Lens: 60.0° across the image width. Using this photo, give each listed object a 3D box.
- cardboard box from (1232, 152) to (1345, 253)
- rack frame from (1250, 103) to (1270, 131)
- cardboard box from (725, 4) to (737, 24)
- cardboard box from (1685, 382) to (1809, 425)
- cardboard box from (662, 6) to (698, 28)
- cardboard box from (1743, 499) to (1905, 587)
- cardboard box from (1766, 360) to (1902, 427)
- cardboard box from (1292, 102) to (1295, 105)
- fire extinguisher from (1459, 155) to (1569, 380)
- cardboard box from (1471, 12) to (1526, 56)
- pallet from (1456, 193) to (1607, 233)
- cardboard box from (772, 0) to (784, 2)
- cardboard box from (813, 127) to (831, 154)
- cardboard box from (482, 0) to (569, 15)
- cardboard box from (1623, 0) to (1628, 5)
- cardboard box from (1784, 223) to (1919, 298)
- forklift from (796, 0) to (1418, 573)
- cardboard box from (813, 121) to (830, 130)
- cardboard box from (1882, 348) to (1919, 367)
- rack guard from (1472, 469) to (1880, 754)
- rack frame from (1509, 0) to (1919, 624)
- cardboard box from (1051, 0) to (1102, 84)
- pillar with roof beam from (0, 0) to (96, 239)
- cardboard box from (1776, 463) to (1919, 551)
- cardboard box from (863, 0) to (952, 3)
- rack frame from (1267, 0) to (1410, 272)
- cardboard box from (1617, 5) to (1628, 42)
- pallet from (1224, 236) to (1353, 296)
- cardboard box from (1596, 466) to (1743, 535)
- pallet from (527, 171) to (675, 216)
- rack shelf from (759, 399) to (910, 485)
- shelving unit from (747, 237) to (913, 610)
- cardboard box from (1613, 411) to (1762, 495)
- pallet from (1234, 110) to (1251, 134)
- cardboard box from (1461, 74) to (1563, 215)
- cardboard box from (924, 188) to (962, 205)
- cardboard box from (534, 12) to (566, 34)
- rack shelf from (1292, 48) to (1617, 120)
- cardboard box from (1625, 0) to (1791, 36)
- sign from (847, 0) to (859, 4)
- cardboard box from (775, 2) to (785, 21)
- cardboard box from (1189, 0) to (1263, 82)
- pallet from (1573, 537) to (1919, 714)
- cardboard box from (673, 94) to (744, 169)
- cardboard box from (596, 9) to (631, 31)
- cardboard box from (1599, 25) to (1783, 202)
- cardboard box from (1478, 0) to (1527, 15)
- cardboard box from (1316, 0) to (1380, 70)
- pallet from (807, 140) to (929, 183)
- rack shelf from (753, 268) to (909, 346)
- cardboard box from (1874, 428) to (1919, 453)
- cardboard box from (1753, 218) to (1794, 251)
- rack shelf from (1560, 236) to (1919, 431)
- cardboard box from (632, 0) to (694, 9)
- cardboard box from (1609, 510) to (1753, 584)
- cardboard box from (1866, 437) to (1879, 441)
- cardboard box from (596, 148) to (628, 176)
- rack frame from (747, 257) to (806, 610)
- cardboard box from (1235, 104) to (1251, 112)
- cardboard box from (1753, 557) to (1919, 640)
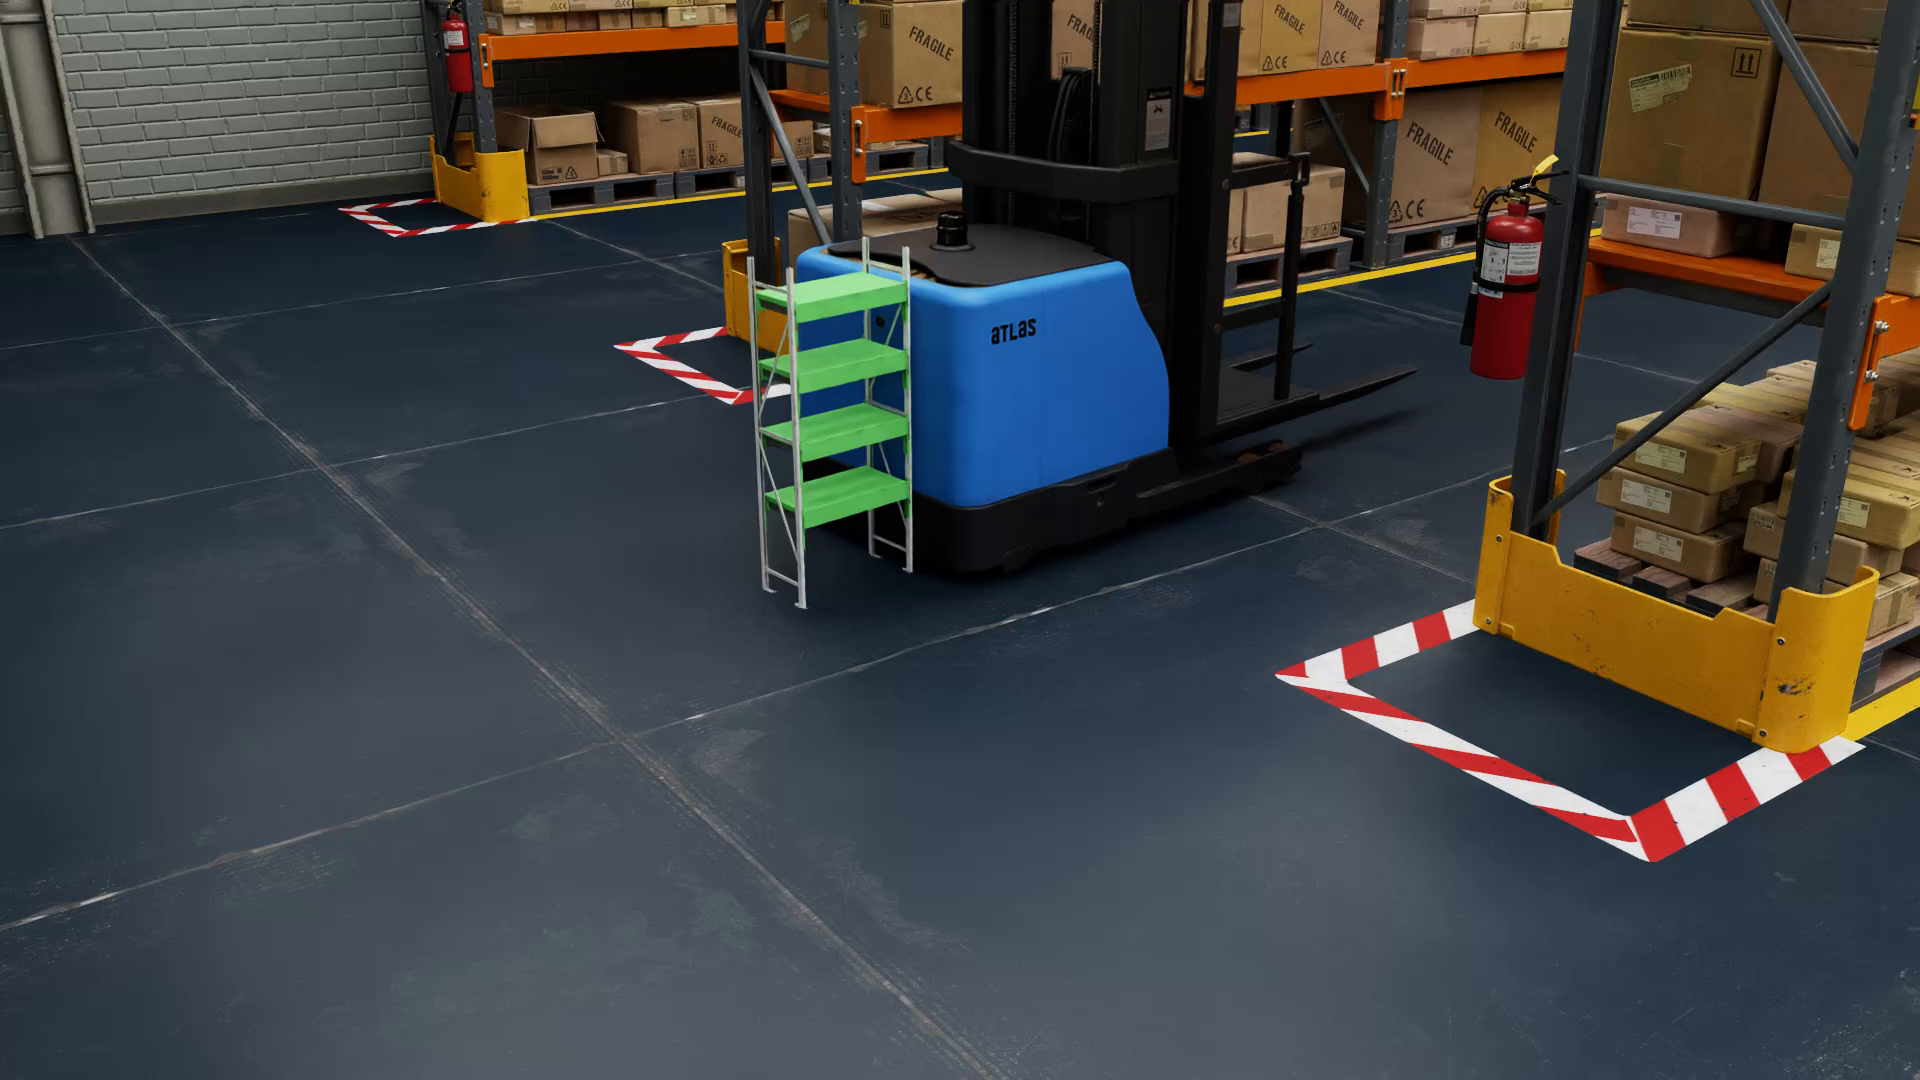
[{"bbox_3d":[1.846,-2.191,10.731,0.875,0.438,0.875,-15,26,-34],"label":"cardboard box"},{"bbox_3d":[2.763,-5.648,16.504,0.127,3.000,1.000,-15,26,-33],"label":"rack frame"},{"bbox_3d":[-1.858,-4.192,13.194,0.250,0.149,0.380,-15,26,-33],"label":"cardboard box"},{"bbox_3d":[2.799,-0.426,5.895,0.250,0.149,0.380,-16,27,-34],"label":"cardboard box"},{"bbox_3d":[-2.229,-4.052,12.844,0.250,0.149,0.380,-16,27,-34],"label":"cardboard box"},{"bbox_3d":[2.719,-0.002,5.233,0.250,0.149,0.380,-14,26,-31],"label":"cardboard box"},{"bbox_3d":[3.232,-0.538,6.175,0.250,0.149,0.380,-14,26,-31],"label":"cardboard box"},{"bbox_3d":[3.278,-4.871,17.194,0.625,0.625,0.875,-14,26,-31],"label":"cardboard box"},{"bbox_3d":[1.670,-0.832,5.042,0.183,0.674,0.296,-15,26,-33],"label":"fire extinguisher"},{"bbox_3d":[3.349,-3.349,10.943,0.500,0.250,0.500,-16,27,-34],"label":"cardboard box"},{"bbox_3d":[3.992,-2.450,12.252,1.213,0.211,1.003,-15,26,-33],"label":"pallet"},{"bbox_3d":[-1.565,-4.450,13.303,0.500,0.250,0.500,-15,26,-33],"label":"cardboard box"},{"bbox_3d":[-1.054,-3.421,14.046,0.258,0.266,0.396,-14,26,-31],"label":"cardboard box"},{"bbox_3d":[-3.205,-4.002,12.180,0.500,0.250,0.500,-15,26,-33],"label":"cardboard box"},{"bbox_3d":[4.603,-3.908,11.670,0.500,0.250,0.500,-16,27,-34],"label":"cardboard box"},{"bbox_3d":[2.599,-0.812,4.722,0.250,0.149,0.380,-15,26,-33],"label":"cardboard box"},{"bbox_3d":[0.805,-1.683,6.659,3.031,2.935,1.130,-18,28,-38],"label":"forklift"},{"bbox_3d":[-1.158,-3.657,14.574,0.500,0.311,0.500,-14,26,-31],"label":"cardboard box"},{"bbox_3d":[3.707,-0.627,6.398,0.250,0.149,0.380,-15,26,-33],"label":"cardboard box"},{"bbox_3d":[2.206,0.188,5.251,0.348,0.500,1.175,-15,26,-33],"label":"rack guard"},{"bbox_3d":[2.144,-0.957,4.747,0.127,3.000,1.000,-15,26,-33],"label":"rack frame"},{"bbox_3d":[0.546,-2.711,9.007,0.500,0.500,0.500,-15,26,-33],"label":"cardboard box"},{"bbox_3d":[-3.931,-5.095,7.024,0.400,9.000,9.100,-15,26,-33],"label":"pillar with roof beam"},{"bbox_3d":[2.768,-0.115,5.115,0.250,0.149,0.380,-16,27,-35],"label":"cardboard box"},{"bbox_3d":[-0.273,-2.953,8.266,0.500,0.500,0.500,-16,27,-34],"label":"cardboard box"},{"bbox_3d":[2.418,-3.290,10.594,0.127,3.000,1.000,-15,26,-33],"label":"rack frame"},{"bbox_3d":[4.583,-3.679,11.771,0.500,0.250,0.500,-15,26,-33],"label":"cardboard box"},{"bbox_3d":[1.755,-1.854,10.757,1.213,0.211,1.003,-15,26,-33],"label":"pallet"},{"bbox_3d":[2.406,-0.166,5.644,0.250,0.149,0.380,-16,27,-34],"label":"cardboard box"},{"bbox_3d":[-3.022,-2.811,13.156,1.213,0.211,1.003,-15,26,-33],"label":"pallet"},{"bbox_3d":[-0.439,-0.349,5.824,0.480,0.148,0.258,-18,28,-38],"label":"rack shelf"},{"bbox_3d":[-0.439,-0.408,5.801,0.503,1.200,0.258,-18,28,-38],"label":"shelving unit"},{"bbox_3d":[2.426,-0.295,5.565,0.250,0.149,0.380,-15,26,-32],"label":"cardboard box"},{"bbox_3d":[2.135,-4.203,16.644,1.213,0.211,1.003,-15,26,-33],"label":"pallet"},{"bbox_3d":[3.604,-2.854,11.802,0.875,0.875,0.875,-14,26,-31],"label":"cardboard box"},{"bbox_3d":[0.387,-1.803,9.757,0.875,0.438,0.875,-14,26,-31],"label":"cardboard box"},{"bbox_3d":[-3.124,-3.858,12.355,0.250,0.149,0.380,-14,26,-32],"label":"cardboard box"},{"bbox_3d":[4.042,-3.389,11.812,4.000,0.370,1.077,-15,26,-33],"label":"rack shelf"},{"bbox_3d":[2.370,-1.780,4.924,0.500,0.500,0.500,-16,27,-34],"label":"cardboard box"},{"bbox_3d":[-0.509,-2.695,7.827,0.005,0.325,0.100,-15,26,-33],"label":"sign"},{"bbox_3d":[-1.410,-4.282,13.419,0.250,0.149,0.380,-15,26,-34],"label":"cardboard box"},{"bbox_3d":[1.377,-2.933,9.564,0.500,0.500,0.500,-15,26,-34],"label":"cardboard box"},{"bbox_3d":[2.886,0.157,5.719,1.213,0.211,1.003,-15,26,-33],"label":"pallet"},{"bbox_3d":[-1.975,-3.312,13.456,0.500,0.500,0.500,-14,26,-32],"label":"cardboard box"},{"bbox_3d":[-2.690,-3.961,12.615,0.250,0.149,0.380,-14,26,-31],"label":"cardboard box"},{"bbox_3d":[2.359,-1.316,5.111,0.500,0.500,0.500,-14,26,-32],"label":"cardboard box"},{"bbox_3d":[3.347,-3.584,10.859,0.500,0.250,0.500,-14,26,-32],"label":"cardboard box"},{"bbox_3d":[2.191,-3.159,10.131,0.500,0.500,0.500,-15,26,-32],"label":"cardboard box"},{"bbox_3d":[-1.042,-3.339,14.479,1.213,0.211,1.003,-15,26,-33],"label":"pallet"},{"bbox_3d":[-0.439,-0.795,5.646,0.480,0.148,0.258,-18,28,-38],"label":"rack shelf"},{"bbox_3d":[3.201,-0.227,5.396,0.250,0.149,0.380,-15,26,-33],"label":"cardboard box"},{"bbox_3d":[2.468,-1.038,5.290,0.250,0.149,0.380,-15,26,-33],"label":"cardboard box"},{"bbox_3d":[3.768,-1.056,5.965,4.000,0.370,1.077,-15,26,-33],"label":"rack shelf"},{"bbox_3d":[-2.386,-4.222,12.731,0.500,0.250,0.500,-16,26,-34],"label":"cardboard box"},{"bbox_3d":[2.450,-0.004,5.640,0.250,0.149,0.380,-14,26,-32],"label":"cardboard box"},{"bbox_3d":[3.105,-0.306,5.995,0.250,0.149,0.380,-15,26,-33],"label":"cardboard box"},{"bbox_3d":[-2.811,-2.972,13.076,0.250,0.149,0.380,-16,27,-35],"label":"cardboard box"},{"bbox_3d":[-0.622,-0.348,5.650,0.015,1.200,0.240,-18,28,-38],"label":"rack frame"},{"bbox_3d":[2.546,-4.526,16.498,0.500,0.500,0.500,-14,26,-31],"label":"cardboard box"},{"bbox_3d":[2.756,0.155,5.240,0.250,0.149,0.380,-14,26,-32],"label":"cardboard box"}]
